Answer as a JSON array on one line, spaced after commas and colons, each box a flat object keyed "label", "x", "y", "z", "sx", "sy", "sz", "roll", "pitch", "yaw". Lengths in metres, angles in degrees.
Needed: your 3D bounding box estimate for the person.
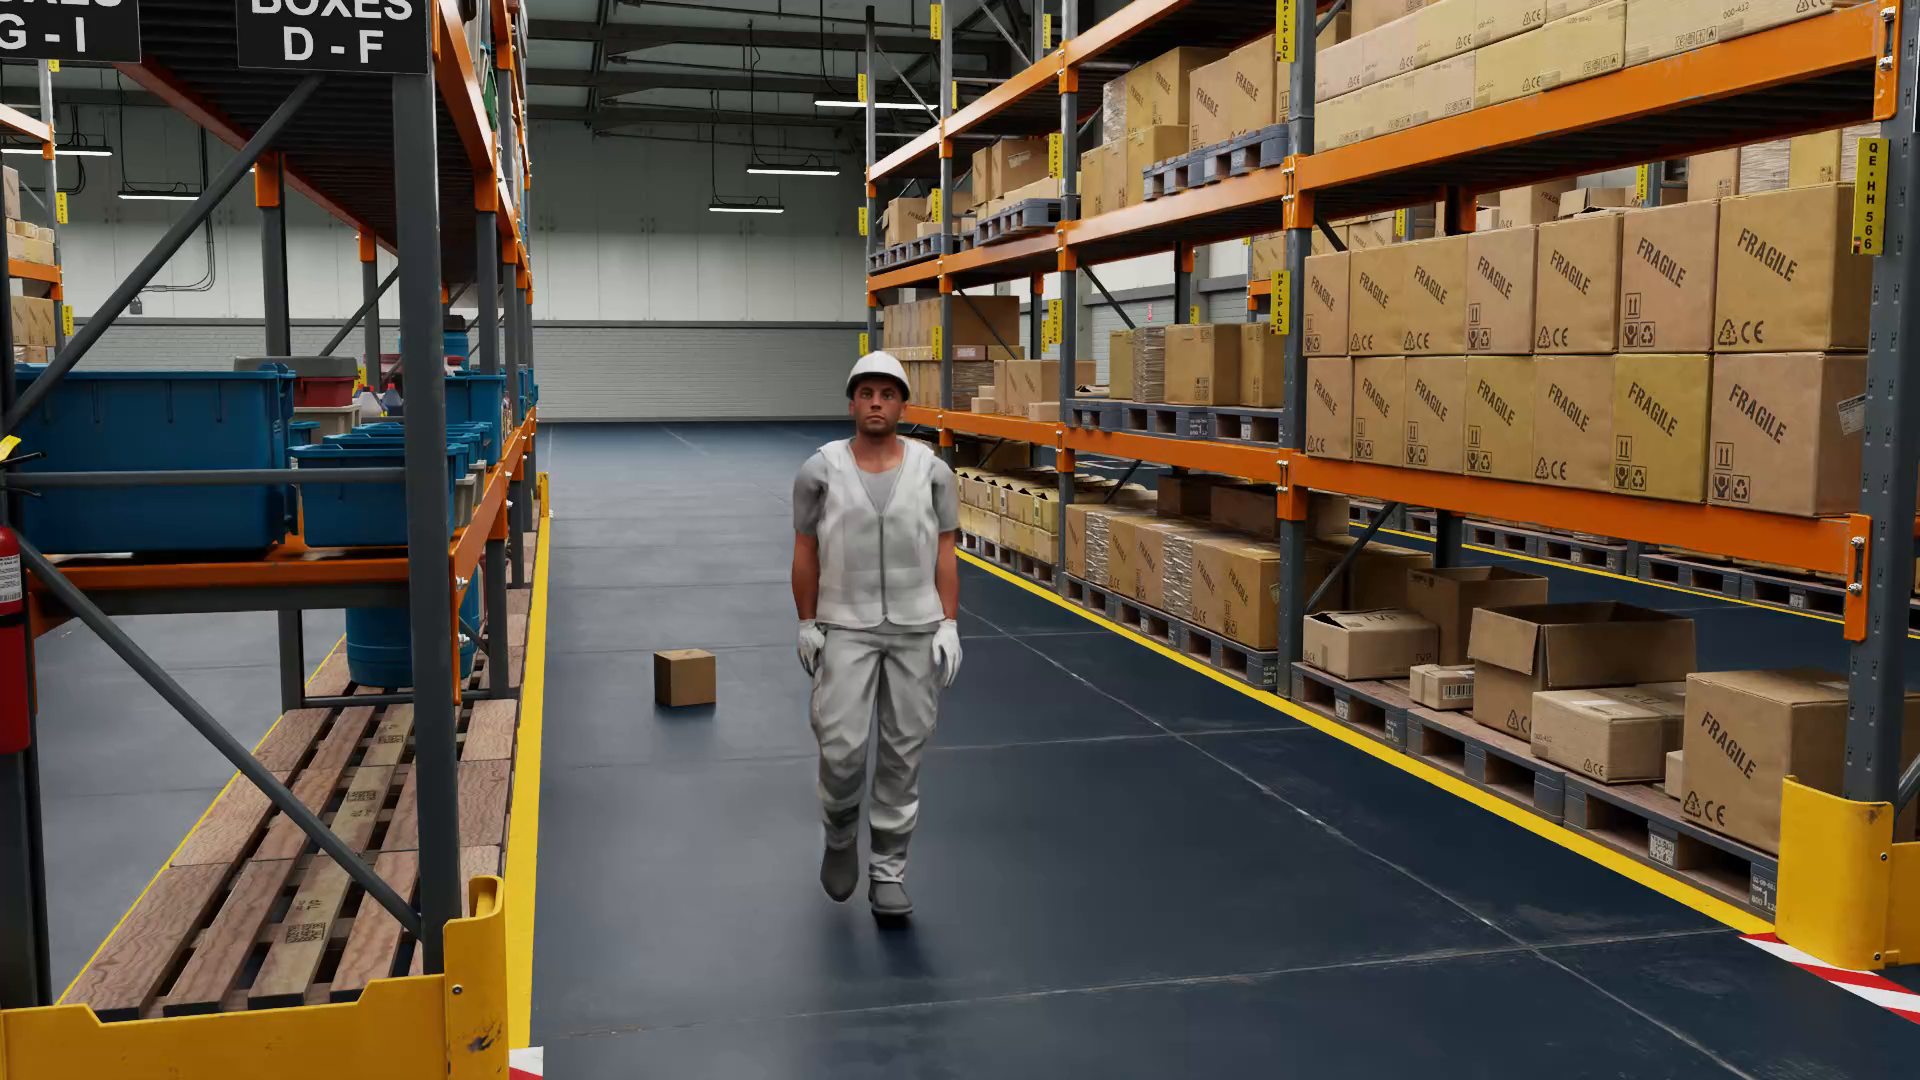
[{"label": "person", "x": -0.256, "y": 0.298, "z": 5.249, "sx": 0.526, "sy": 1.780, "sz": 0.481, "roll": -1, "pitch": 6, "yaw": -11}]
